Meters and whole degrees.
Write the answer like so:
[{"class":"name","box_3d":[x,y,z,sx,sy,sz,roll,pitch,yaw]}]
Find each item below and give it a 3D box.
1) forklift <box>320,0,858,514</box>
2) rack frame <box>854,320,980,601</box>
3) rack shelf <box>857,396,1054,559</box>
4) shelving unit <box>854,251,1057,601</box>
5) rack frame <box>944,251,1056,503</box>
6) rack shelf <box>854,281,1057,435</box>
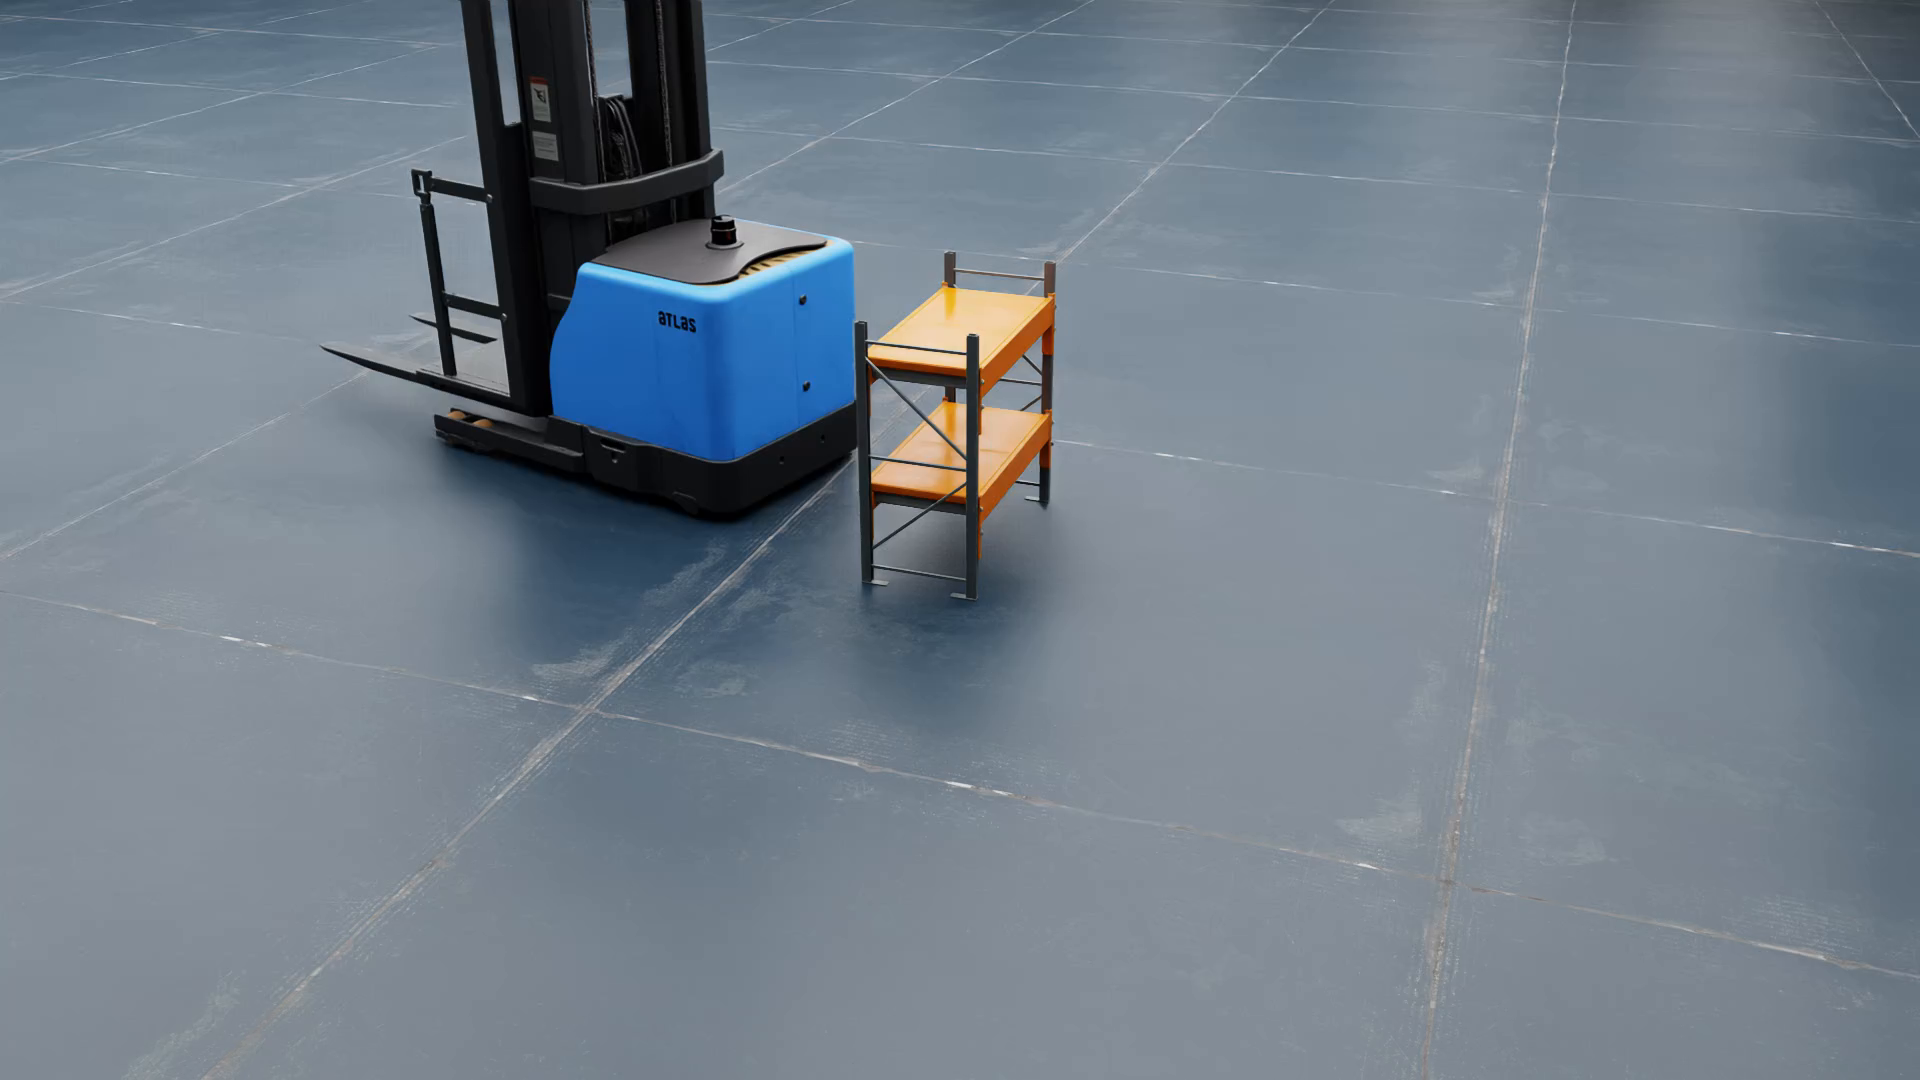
[{"class":"forklift","box_3d":[-1.981,-1.914,7.839,3.031,2.935,1.130,16,30,30]},{"class":"rack frame","box_3d":[-0.167,-0.300,6.579,0.500,1.125,0.032,9,27,17]},{"class":"rack shelf","box_3d":[0.002,-0.289,7.117,0.538,0.278,1.000,9,27,17]},{"class":"shelving unit","box_3d":[0.002,-0.509,7.011,0.538,1.125,1.048,9,27,17]},{"class":"rack frame","box_3d":[0.171,-0.718,7.442,0.500,1.125,0.032,9,27,17]},{"class":"rack shelf","box_3d":[0.002,-0.772,6.883,0.538,0.278,1.000,9,27,17]}]
